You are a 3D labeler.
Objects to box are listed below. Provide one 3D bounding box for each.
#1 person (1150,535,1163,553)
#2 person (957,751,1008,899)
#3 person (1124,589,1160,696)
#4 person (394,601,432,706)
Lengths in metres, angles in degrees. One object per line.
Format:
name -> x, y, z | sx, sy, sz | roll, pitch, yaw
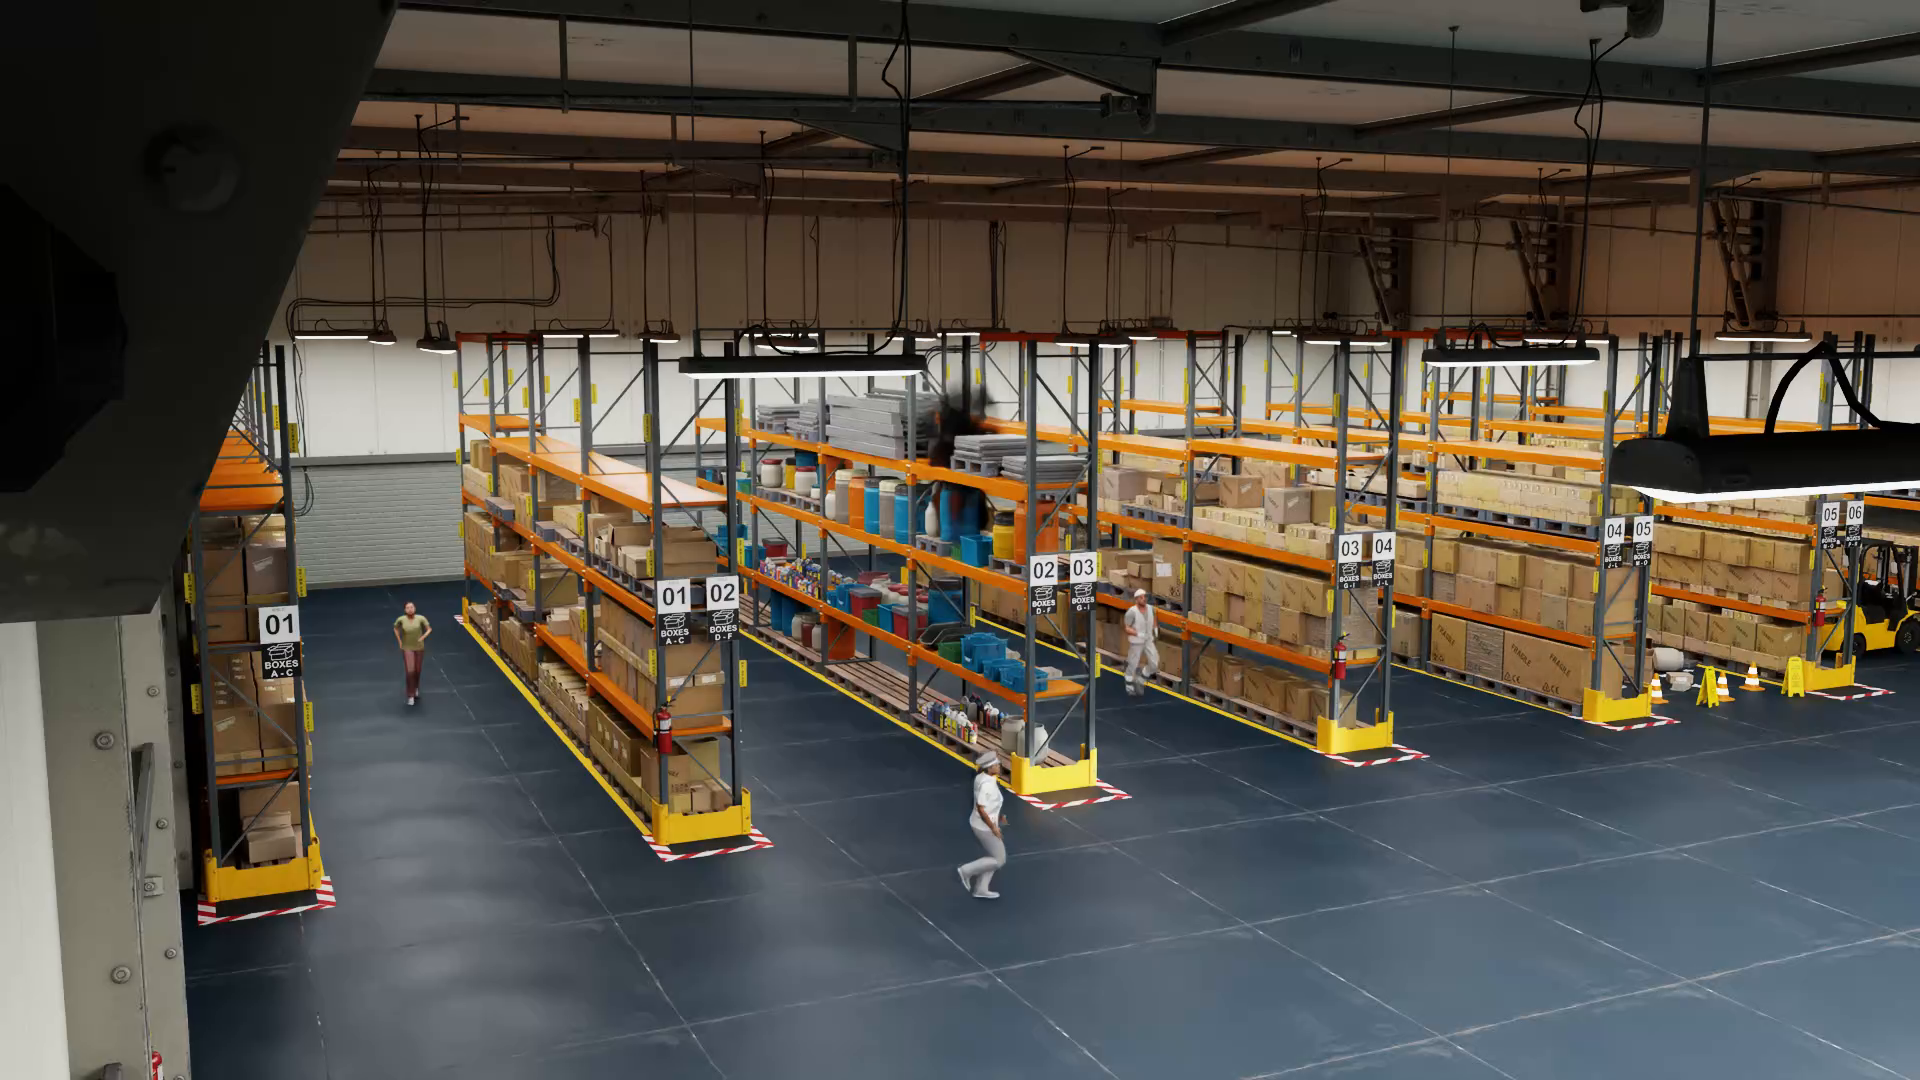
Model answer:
person -> 4.272, 0.698, 35.835 | 0.563, 1.628, 0.639 | -5, 9, -33
person -> 0.249, 3.106, 18.071 | 0.593, 1.641, 0.558 | -1, 8, -8
person -> 2.897, 1.633, 26.235 | 0.687, 1.751, 0.748 | -3, 8, -22
person -> -9.001, 1.835, 27.397 | 0.584, 1.731, 0.735 | -3, 8, -23
